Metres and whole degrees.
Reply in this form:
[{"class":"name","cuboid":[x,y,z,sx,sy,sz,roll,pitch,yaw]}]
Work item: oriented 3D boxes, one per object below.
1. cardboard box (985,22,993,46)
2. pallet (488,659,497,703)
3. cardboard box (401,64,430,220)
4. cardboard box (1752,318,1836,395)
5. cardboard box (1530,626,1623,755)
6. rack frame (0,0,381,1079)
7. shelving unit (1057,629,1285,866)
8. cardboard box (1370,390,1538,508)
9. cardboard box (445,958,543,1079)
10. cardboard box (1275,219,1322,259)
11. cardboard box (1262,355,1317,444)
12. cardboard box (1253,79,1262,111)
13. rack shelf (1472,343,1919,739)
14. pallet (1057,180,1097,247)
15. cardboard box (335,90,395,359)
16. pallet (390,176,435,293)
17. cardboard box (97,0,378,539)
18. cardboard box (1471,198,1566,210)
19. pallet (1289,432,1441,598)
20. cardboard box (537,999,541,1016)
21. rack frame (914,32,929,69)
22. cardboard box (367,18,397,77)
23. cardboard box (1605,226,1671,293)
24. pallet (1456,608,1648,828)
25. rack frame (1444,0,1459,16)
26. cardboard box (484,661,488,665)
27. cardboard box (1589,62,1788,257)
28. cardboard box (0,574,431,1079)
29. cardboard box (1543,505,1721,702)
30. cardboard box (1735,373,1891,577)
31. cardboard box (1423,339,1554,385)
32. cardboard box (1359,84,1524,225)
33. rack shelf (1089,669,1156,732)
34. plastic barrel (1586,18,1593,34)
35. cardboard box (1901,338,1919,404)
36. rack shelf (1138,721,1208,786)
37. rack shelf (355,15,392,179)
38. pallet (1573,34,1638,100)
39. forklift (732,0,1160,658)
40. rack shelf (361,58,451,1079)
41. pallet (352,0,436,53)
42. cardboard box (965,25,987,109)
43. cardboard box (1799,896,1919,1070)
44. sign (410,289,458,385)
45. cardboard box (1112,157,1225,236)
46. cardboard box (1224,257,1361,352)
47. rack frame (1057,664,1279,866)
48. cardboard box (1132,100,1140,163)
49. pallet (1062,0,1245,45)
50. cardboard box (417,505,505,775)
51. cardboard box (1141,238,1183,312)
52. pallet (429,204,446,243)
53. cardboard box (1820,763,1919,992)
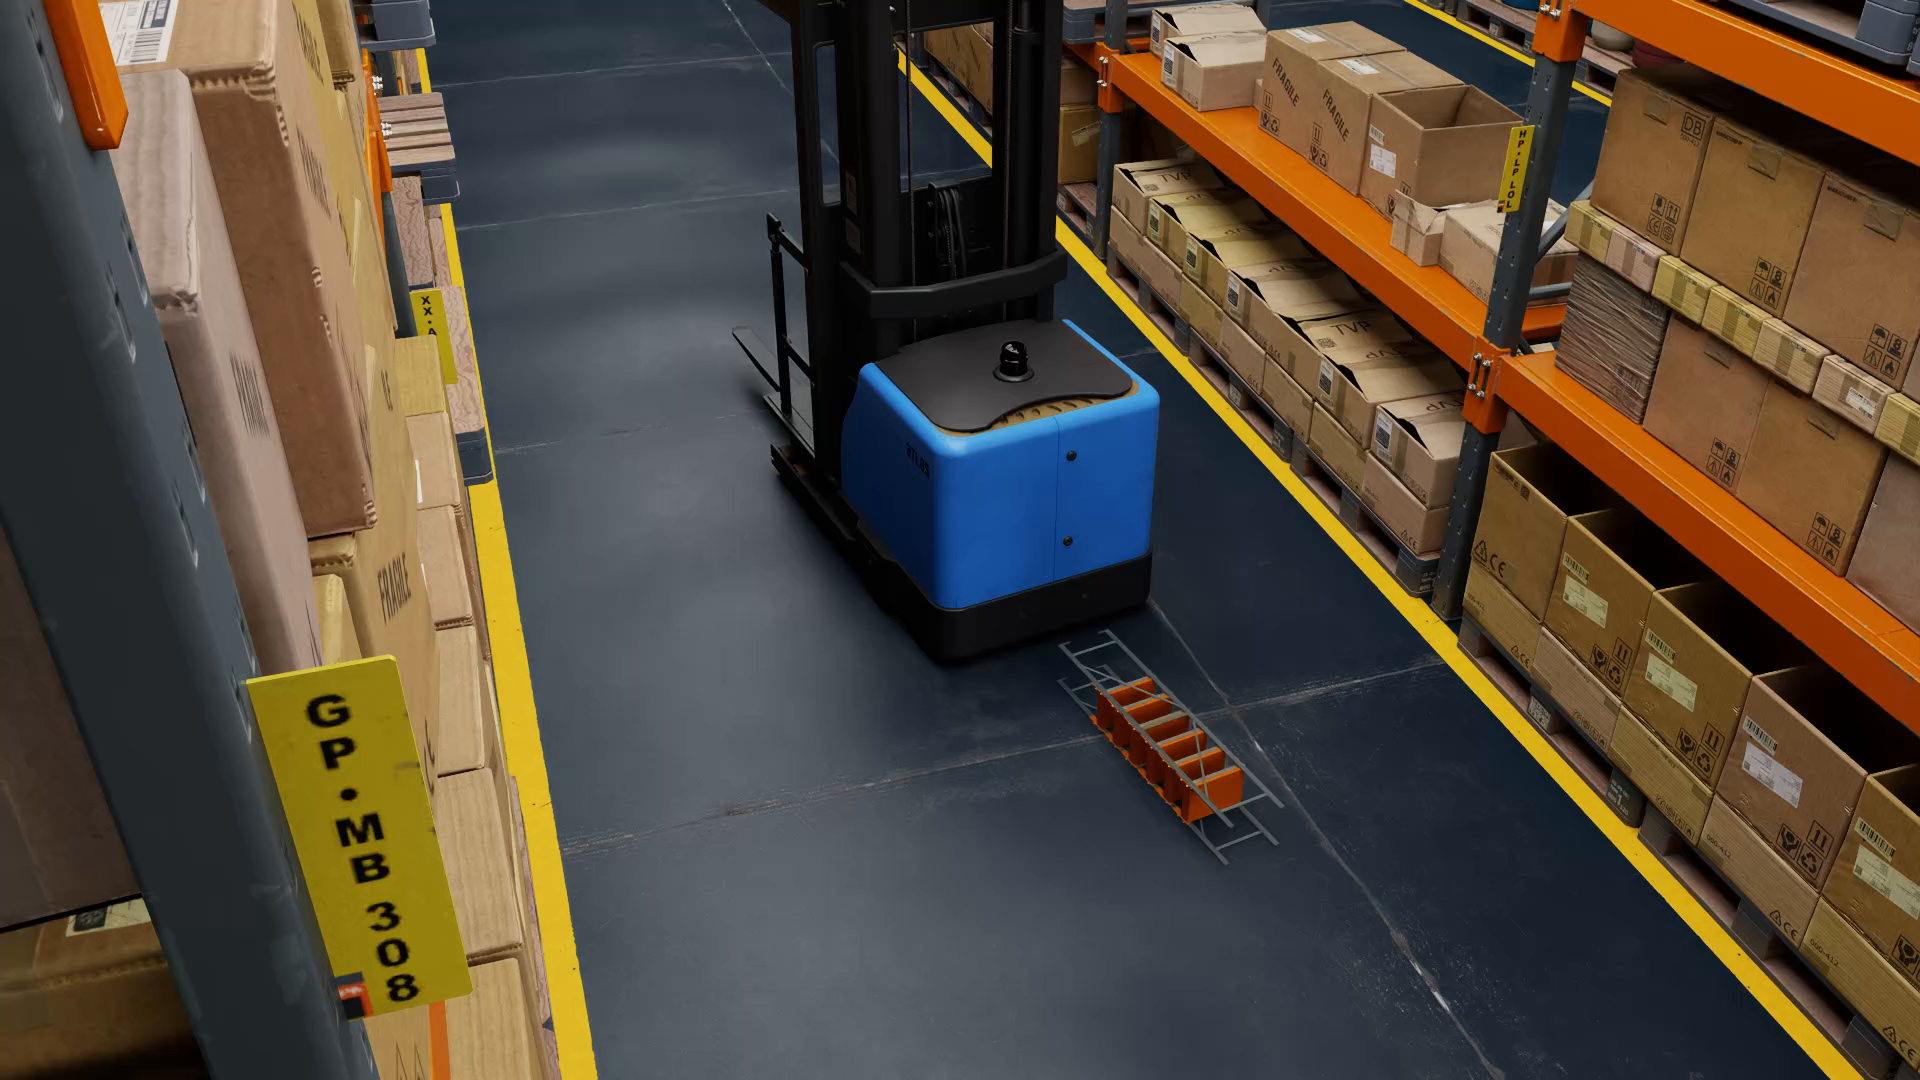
[{"class":"cardboard box","cuboid":[0.490,-3.577,11.631,0.500,0.250,0.500,-11,35,-16]},{"class":"pallet","cuboid":[-2.399,0.583,6.676,1.003,0.211,1.213,-10,35,-15]},{"class":"cardboard box","cuboid":[-3.741,-2.419,10.260,0.750,0.750,0.750,-10,35,-15]},{"class":"cardboard box","cuboid":[2.767,-0.609,5.272,0.380,0.149,0.250,-11,35,-16]},{"class":"cardboard box","cuboid":[2.557,0.523,6.351,0.500,0.250,0.500,-10,35,-15]},{"class":"rack frame","cuboid":[-0.937,-0.575,0.458,0.949,2.616,0.053,-10,35,-15]},{"class":"shelving unit","cuboid":[0.781,0.769,6.411,0.258,0.189,1.200,-16,37,-23]},{"class":"cardboard box","cuboid":[2.160,-0.433,7.289,0.500,0.311,0.500,-10,35,-15]},{"class":"cardboard box","cuboid":[-0.941,1.107,2.791,0.500,0.500,0.500,-10,35,-15]},{"class":"cardboard box","cuboid":[2.047,-1.598,9.052,0.500,0.311,0.500,-10,35,-15]},{"class":"cardboard box","cuboid":[1.845,-0.738,8.260,0.500,0.250,0.500,-9,35,-14]},{"class":"cardboard box","cuboid":[1.779,-2.342,8.801,0.380,0.149,0.250,-8,34,-11]},{"class":"rack shelf","cuboid":[3.167,0.343,5.162,1.077,0.370,4.000,-10,35,-15]},{"class":"pallet","cuboid":[1.145,-2.342,11.103,1.003,0.211,1.213,-10,35,-15]},{"class":"cardboard box","cuboid":[-1.280,-0.429,2.848,0.500,0.500,0.500,-8,34,-12]},{"class":"pallet","cuboid":[-2.737,-1.160,6.958,1.003,0.211,1.213,-10,35,-15]},{"class":"cardboard box","cuboid":[-0.931,-0.305,1.755,0.500,0.500,0.500,-10,35,-15]},{"class":"cardboard box","cuboid":[2.481,-1.402,7.378,0.380,0.149,0.250,-10,35,-15]},{"class":"pallet","cuboid":[2.295,-0.224,7.897,1.003,0.211,1.213,-10,35,-15]},{"class":"cardboard box","cuboid":[-1.108,1.134,3.431,0.500,0.250,0.500,-11,35,-15]},{"class":"rack frame","cuboid":[0.116,-5.207,12.909,1.000,3.000,0.127,-10,35,-15]},{"class":"cardboard box","cuboid":[-3.285,-2.744,8.803,0.500,0.500,0.500,-9,35,-13]},{"class":"cardboard box","cuboid":[2.531,-1.014,5.884,0.380,0.149,0.250,-10,35,-14]},{"class":"pallet","cuboid":[2.759,0.581,6.679,1.003,0.211,1.213,-10,35,-15]},{"class":"rack frame","cuboid":[4.835,-6.038,14.167,1.000,3.000,0.127,-10,35,-15]},{"class":"cardboard box","cuboid":[-1.583,0.343,4.628,0.500,0.250,0.500,-10,35,-15]},{"class":"cardboard box","cuboid":[2.698,-1.358,5.817,0.700,0.500,0.500,-10,35,-15]},{"class":"cardboard box","cuboid":[-0.804,0.409,1.580,0.500,0.500,0.500,-9,35,-13]},{"class":"cardboard box","cuboid":[2.560,0.210,6.145,0.500,0.500,0.500,-10,35,-15]},{"class":"cardboard box","cuboid":[3.014,-0.277,5.357,0.700,0.500,0.500,-10,35,-14]},{"class":"cardboard box","cuboid":[2.520,-0.791,7.831,0.500,0.311,0.500,-10,35,-15]},{"class":"cardboard box","cuboid":[2.177,-1.731,7.558,0.500,0.500,0.500,-8,34,-11]},{"class":"rack shelf","cuboid":[0.650,0.629,6.622,0.258,0.180,0.103,-16,37,-23]},{"class":"plastic barrel","cuboid":[5.200,-4.678,13.630,0.600,0.901,0.708,-10,35,-15]},{"class":"cardboard box","cuboid":[3.157,-0.567,4.621,0.700,0.500,0.500,-10,35,-15]},{"class":"rack shelf","cuboid":[0.816,0.806,6.355,0.258,0.180,0.103,-16,37,-23]},{"class":"rack shelf","cuboid":[-2.770,-2.173,6.250,1.077,0.370,4.000,-10,35,-15]},{"class":"pallet","cuboid":[5.406,-3.821,13.341,1.003,0.211,1.213,-10,35,-15]},{"class":"forklift","cuboid":[-0.276,-1.531,7.409,1.130,2.935,3.031,-15,36,-22]},{"class":"rack shelf","cuboid":[-1.550,-0.073,3.072,1.077,0.370,4.000,-10,35,-15]},{"class":"pallet","cuboid":[-2.247,-1.687,5.032,1.213,0.211,1.003,-10,35,-15]},{"class":"cardboard box","cuboid":[0.350,-3.511,12.211,0.500,0.500,0.500,-10,35,-14]},{"class":"cardboard box","cuboid":[3.013,1.311,5.159,0.500,0.250,0.500,-10,35,-15]},{"class":"sign","cuboid":[-1.646,-0.628,5.195,0.100,0.325,0.005,-10,35,-15]},{"class":"cardboard box","cuboid":[1.216,-2.045,9.728,0.500,0.311,0.500,-9,34,-13]},{"class":"cardboard box","cuboid":[1.695,-1.232,8.499,0.500,0.311,0.500,-10,35,-15]},{"class":"rack frame","cuboid":[0.781,0.845,6.462,0.240,0.006,1.200,-16,37,-23]},{"class":"cardboard box","cuboid":[1.305,-2.809,11.148,0.500,0.500,0.500,-11,35,-16]},{"class":"pallet","cuboid":[1.063,-3.371,10.305,1.213,0.211,1.003,-10,35,-15]},{"class":"cardboard box","cuboid":[-1.420,0.293,4.023,0.500,0.500,0.500,-11,35,-16]},{"class":"cardboard box","cuboid":[1.371,-1.547,9.483,0.500,0.250,0.500,-11,35,-16]},{"class":"pallet","cuboid":[-3.917,-2.175,10.849,1.003,0.211,1.213,-10,35,-15]},{"class":"cardboard box","cuboid":[3.011,0.998,4.951,0.500,0.500,0.500,-10,35,-15]}]
